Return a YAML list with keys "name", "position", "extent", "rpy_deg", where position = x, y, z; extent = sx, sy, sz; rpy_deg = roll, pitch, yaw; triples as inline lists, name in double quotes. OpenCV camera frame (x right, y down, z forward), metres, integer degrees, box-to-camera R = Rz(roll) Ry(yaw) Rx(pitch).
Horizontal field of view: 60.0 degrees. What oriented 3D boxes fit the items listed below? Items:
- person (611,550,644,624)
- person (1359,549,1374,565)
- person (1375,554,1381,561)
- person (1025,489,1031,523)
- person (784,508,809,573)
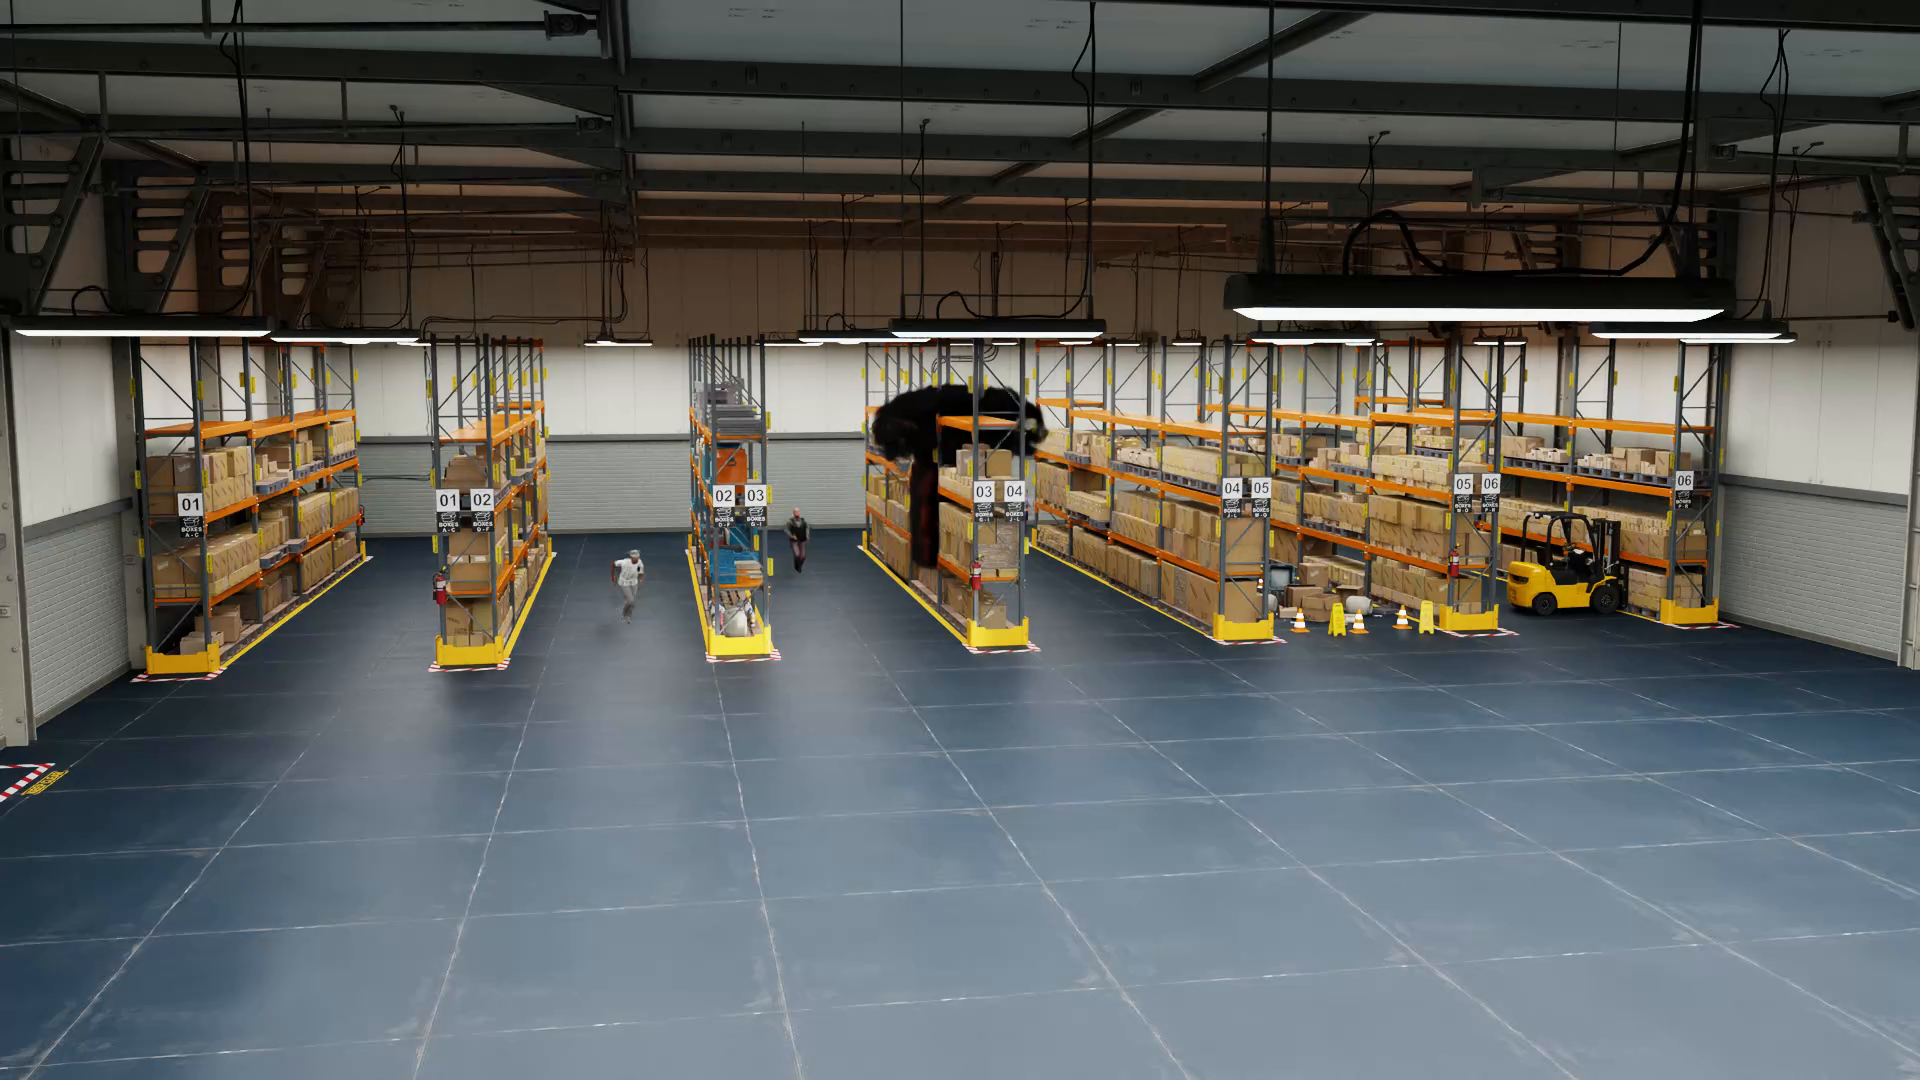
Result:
- name: "person"
  position: [-6.566, 0.937, 32.867]
  extent: [0.599, 1.516, 0.855]
  rpy_deg: [-5, 8, -36]
- name: "person"
  position: [10.839, -0.200, 44.170]
  extent: [0.651, 1.725, 0.586]
  rpy_deg: [-3, 7, -23]
- name: "person"
  position: [10.551, 0.228, 41.290]
  extent: [0.541, 1.585, 0.979]
  rpy_deg: [-2, 7, -17]
- name: "person"
  position: [1.807, -0.739, 49.436]
  extent: [0.633, 1.594, 0.528]
  rpy_deg: [4, 8, 32]
- name: "person"
  position: [-4.017, 0.027, 41.199]
  extent: [0.659, 1.640, 0.570]
  rpy_deg: [-2, 7, -19]
